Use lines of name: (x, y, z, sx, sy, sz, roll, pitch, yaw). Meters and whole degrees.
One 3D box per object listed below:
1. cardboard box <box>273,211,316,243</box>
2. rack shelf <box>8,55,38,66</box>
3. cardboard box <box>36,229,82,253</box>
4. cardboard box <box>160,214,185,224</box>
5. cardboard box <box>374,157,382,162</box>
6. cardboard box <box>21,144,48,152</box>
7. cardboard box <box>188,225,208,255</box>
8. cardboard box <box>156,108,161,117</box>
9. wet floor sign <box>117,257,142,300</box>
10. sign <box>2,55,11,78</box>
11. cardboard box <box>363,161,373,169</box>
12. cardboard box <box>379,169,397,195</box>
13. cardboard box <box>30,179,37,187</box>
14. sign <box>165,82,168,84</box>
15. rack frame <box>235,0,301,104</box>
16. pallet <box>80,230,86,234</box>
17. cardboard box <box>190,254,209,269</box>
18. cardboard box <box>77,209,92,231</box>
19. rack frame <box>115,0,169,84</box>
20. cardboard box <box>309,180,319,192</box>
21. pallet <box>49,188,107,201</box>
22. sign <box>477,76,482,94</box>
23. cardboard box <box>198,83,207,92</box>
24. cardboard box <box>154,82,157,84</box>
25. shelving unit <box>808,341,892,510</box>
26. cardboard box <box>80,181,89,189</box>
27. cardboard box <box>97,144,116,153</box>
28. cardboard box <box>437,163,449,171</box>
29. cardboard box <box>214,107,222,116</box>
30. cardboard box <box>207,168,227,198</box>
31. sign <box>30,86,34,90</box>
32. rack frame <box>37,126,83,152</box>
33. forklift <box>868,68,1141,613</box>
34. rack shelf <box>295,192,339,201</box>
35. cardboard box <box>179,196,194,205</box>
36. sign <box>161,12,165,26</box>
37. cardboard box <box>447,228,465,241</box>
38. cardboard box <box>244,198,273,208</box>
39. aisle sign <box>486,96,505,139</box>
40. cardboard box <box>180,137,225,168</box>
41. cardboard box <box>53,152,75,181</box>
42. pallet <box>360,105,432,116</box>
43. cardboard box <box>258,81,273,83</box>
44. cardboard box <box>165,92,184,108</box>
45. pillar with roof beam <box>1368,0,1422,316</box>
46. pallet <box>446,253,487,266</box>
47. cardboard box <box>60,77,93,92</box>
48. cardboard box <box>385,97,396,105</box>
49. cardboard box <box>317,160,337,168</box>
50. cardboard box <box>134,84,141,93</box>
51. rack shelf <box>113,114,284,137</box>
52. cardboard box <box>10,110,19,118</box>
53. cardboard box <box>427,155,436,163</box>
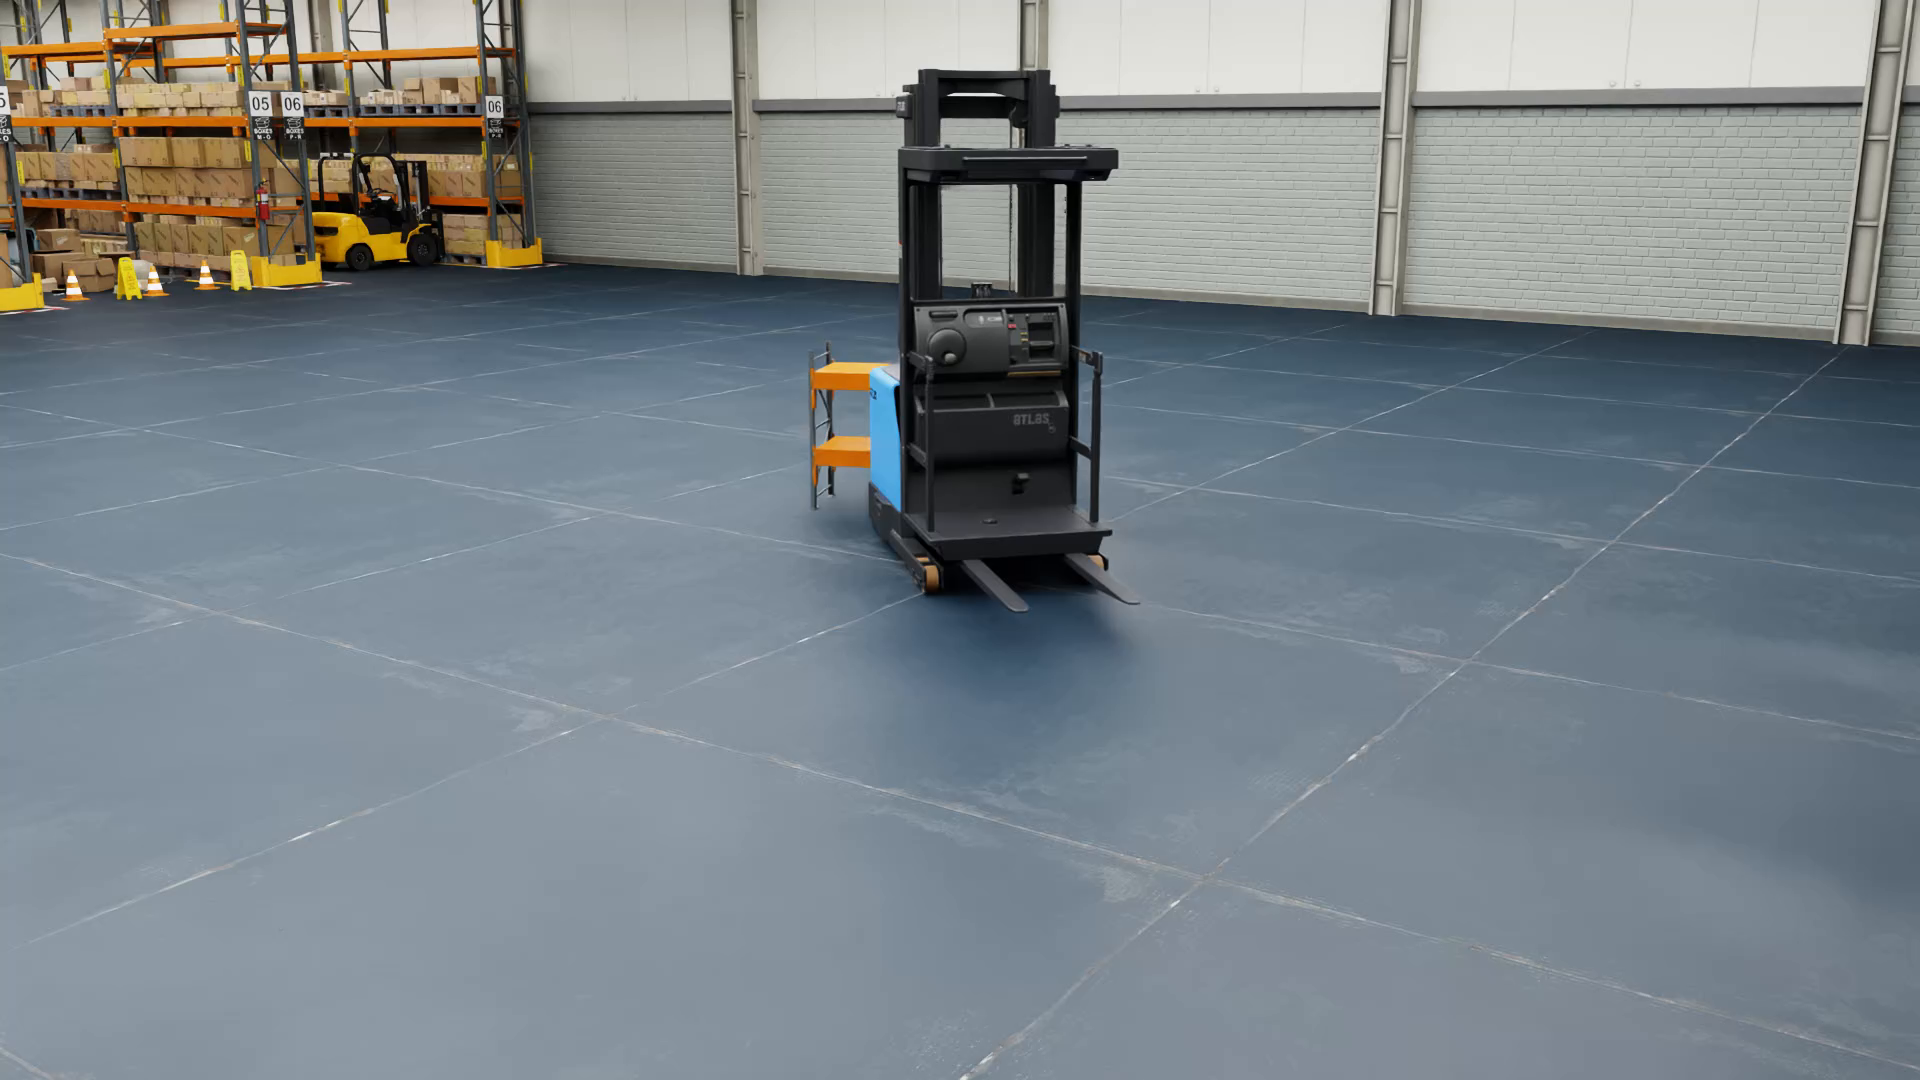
cardboard box: (-14.318, -6.798, 36.111, 0.625, 0.625, 0.875, 10, 17, 35)
rack shelf: (-19.801, -9.566, 33.070, 4.000, 0.370, 1.077, 9, 17, 33)
cardboard box: (-15.791, -5.188, 29.165, 0.500, 0.500, 0.500, 9, 17, 33)
cardboard box: (-13.986, -5.711, 29.588, 0.250, 0.149, 0.380, 10, 17, 35)
cardboard box: (-11.679, -7.775, 33.814, 0.250, 0.149, 0.380, 9, 17, 34)
cardboard box: (-18.414, -7.578, 32.905, 0.500, 0.500, 0.500, 9, 16, 31)
cardboard box: (-13.163, -5.283, 29.212, 0.500, 0.500, 0.500, 9, 16, 32)
cardboard box: (-13.846, -7.499, 29.156, 0.250, 0.149, 0.380, 9, 16, 31)
wet floor sign: (-13.053, -4.104, 26.059, 0.232, 0.644, 0.267, 6, 15, 23)
sign: (-13.867, -6.885, 24.166, 0.005, 0.325, 0.100, 9, 17, 33)
cardboard box: (-11.938, -7.651, 33.931, 0.250, 0.149, 0.380, 9, 16, 32)
cardboard box: (-11.391, -7.254, 33.674, 0.500, 0.500, 0.500, 10, 17, 34)
cardboard box: (-17.558, -6.840, 31.861, 0.250, 0.149, 0.380, 8, 16, 29)
sign: (-14.526, -8.209, 30.425, 0.005, 0.325, 0.100, 9, 17, 33)
rack frame: (-11.503, -8.769, 27.518, 0.127, 3.000, 1.000, 9, 17, 33)
pallet: (-21.287, -7.522, 40.770, 1.213, 0.211, 1.003, 9, 17, 33)
cardboard box: (-13.187, -4.920, 29.306, 0.500, 0.250, 0.500, 8, 16, 31)
cardboard box: (-20.870, -7.760, 40.255, 0.500, 0.500, 0.700, 10, 17, 35)
rack frame: (-18.693, -11.368, 38.019, 0.127, 3.000, 1.000, 9, 17, 33)
cardboard box: (-13.435, -7.465, 35.048, 0.500, 0.250, 0.500, 9, 17, 33)
pallet: (-16.476, -6.579, 31.557, 1.213, 0.211, 1.003, 9, 17, 33)
sign: (-9.051, -8.588, 31.352, 0.005, 0.325, 0.100, 9, 17, 33)
cardboard box: (-12.744, -7.715, 28.370, 0.250, 0.149, 0.380, 9, 17, 33)
cardboard box: (-18.163, -10.332, 38.035, 0.258, 0.266, 0.396, 9, 17, 33)
shelving unit: (-0.485, -0.793, 11.687, 1.048, 1.125, 0.538, 3, 14, 11)
cardboard box: (-16.060, -6.589, 30.845, 0.250, 0.149, 0.380, 9, 17, 33)
cardboard box: (-15.974, -7.363, 31.275, 0.250, 0.149, 0.380, 10, 17, 36)
cardboard box: (-10.037, -7.338, 32.666, 0.250, 0.149, 0.380, 9, 16, 31)
cardboard box: (-12.382, -7.252, 28.156, 0.250, 0.149, 0.380, 10, 17, 34)
cardboard box: (-12.520, -6.135, 28.538, 0.500, 0.500, 0.500, 9, 17, 33)
sign: (-22.315, -10.764, 40.004, 0.005, 0.325, 0.100, 9, 17, 33)
rack frame: (-22.013, -8.992, 40.907, 0.127, 3.000, 1.000, 9, 17, 33)
forklift: (0.242, -1.215, 9.632, 1.130, 2.935, 3.031, -3, 14, -14)
rack shelf: (-13.715, -7.302, 35.576, 4.000, 0.370, 1.077, 9, 17, 33)
cardboard box: (-13.459, -5.963, 29.193, 0.250, 0.149, 0.380, 9, 17, 33)
sign: (-18.389, -12.010, 38.338, 0.005, 0.325, 0.100, 9, 17, 33)
cardboard box: (-9.725, -6.031, 32.751, 0.500, 0.250, 0.500, 9, 17, 32)
cardboard box: (-11.933, -5.742, 28.299, 0.250, 0.149, 0.380, 10, 17, 35)
aisle sign: (-8.846, -8.041, 31.654, 0.004, 0.787, 0.394, 9, 17, 33)
cardboard box: (-12.945, -6.677, 28.646, 0.500, 0.500, 0.700, 9, 16, 32)
cardboard box: (-16.606, -7.013, 31.208, 0.500, 0.500, 0.500, 8, 16, 31)
pallet: (-11.333, -8.687, 33.615, 1.213, 0.211, 1.003, 9, 17, 33)
cardboard box: (-14.435, -9.483, 35.357, 0.500, 0.500, 0.700, 9, 16, 32)
cardboard box: (-13.349, -7.603, 28.743, 0.500, 0.250, 0.500, 9, 17, 33)
pillar with roof beam: (3.722, -6.760, 19.402, 0.400, 9.000, 9.100, 9, 17, 33)
pallet: (-9.394, -5.587, 32.955, 1.213, 0.211, 1.003, 9, 17, 33)
cardboard box: (-16.234, -8.407, 30.699, 0.500, 0.250, 0.500, 10, 17, 34)
cardboard box: (-11.215, -8.746, 33.109, 0.250, 0.149, 0.380, 10, 17, 34)
cardboard box: (-13.153, -7.831, 34.658, 0.250, 0.149, 0.380, 9, 16, 31)
cardboard box: (-14.297, -7.940, 29.279, 0.250, 0.149, 0.380, 9, 16, 31)
rack shelf: (-13.163, -7.232, 29.048, 4.000, 0.370, 1.077, 9, 17, 33)
cardboard box: (-17.975, -8.187, 31.935, 0.250, 0.149, 0.380, 9, 17, 33)
cardboard box: (-10.266, -7.512, 32.748, 0.250, 0.149, 0.380, 10, 17, 34)
